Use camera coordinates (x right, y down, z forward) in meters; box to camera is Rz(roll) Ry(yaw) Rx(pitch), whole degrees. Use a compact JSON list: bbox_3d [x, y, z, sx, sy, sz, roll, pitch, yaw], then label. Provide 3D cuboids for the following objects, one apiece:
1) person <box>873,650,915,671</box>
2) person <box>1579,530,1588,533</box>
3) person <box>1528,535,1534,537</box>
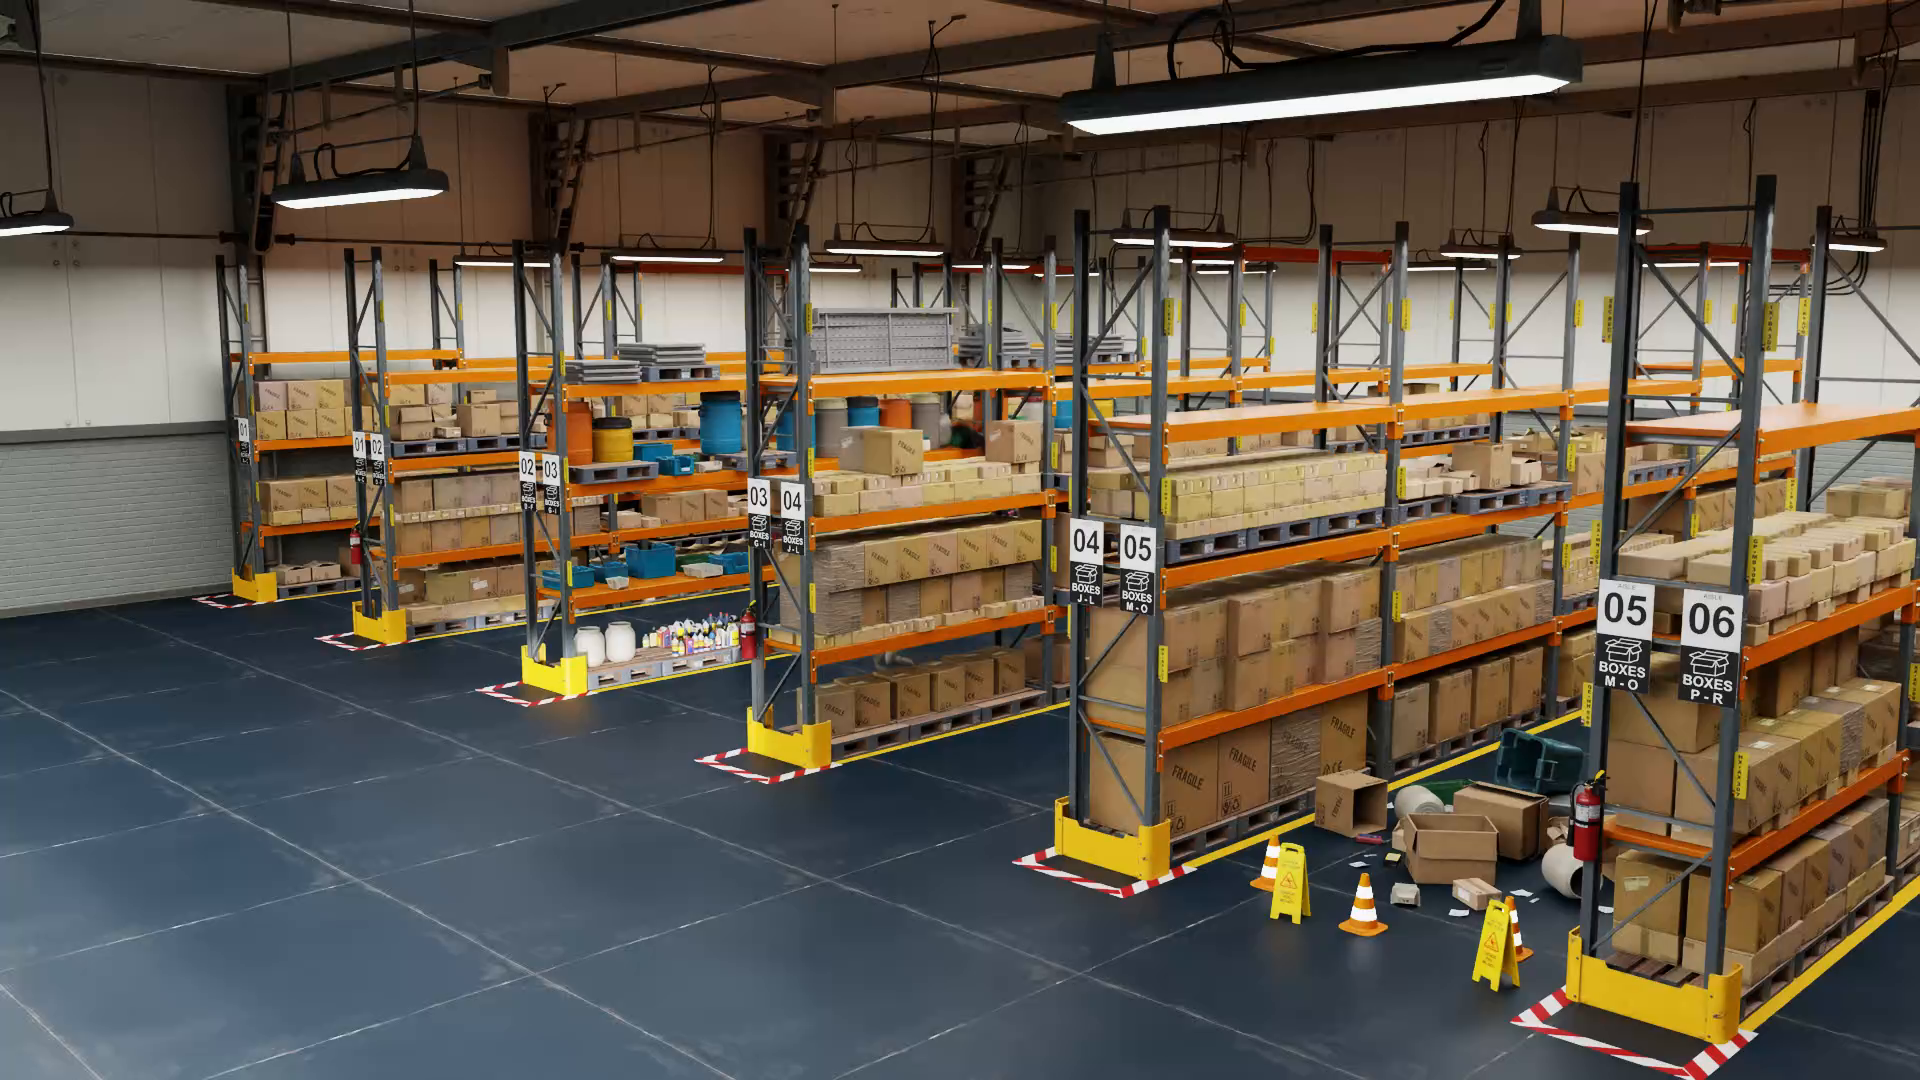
[{"bbox_3d":[-0.899,1.154,22.098,0.659,1.719,0.616,7,11,42],"label":"person"},{"bbox_3d":[9.801,0.681,26.033,0.882,1.684,0.585,-7,11,-40],"label":"person"},{"bbox_3d":[8.471,0.820,24.695,0.664,1.800,0.718,8,11,44],"label":"person"}]
